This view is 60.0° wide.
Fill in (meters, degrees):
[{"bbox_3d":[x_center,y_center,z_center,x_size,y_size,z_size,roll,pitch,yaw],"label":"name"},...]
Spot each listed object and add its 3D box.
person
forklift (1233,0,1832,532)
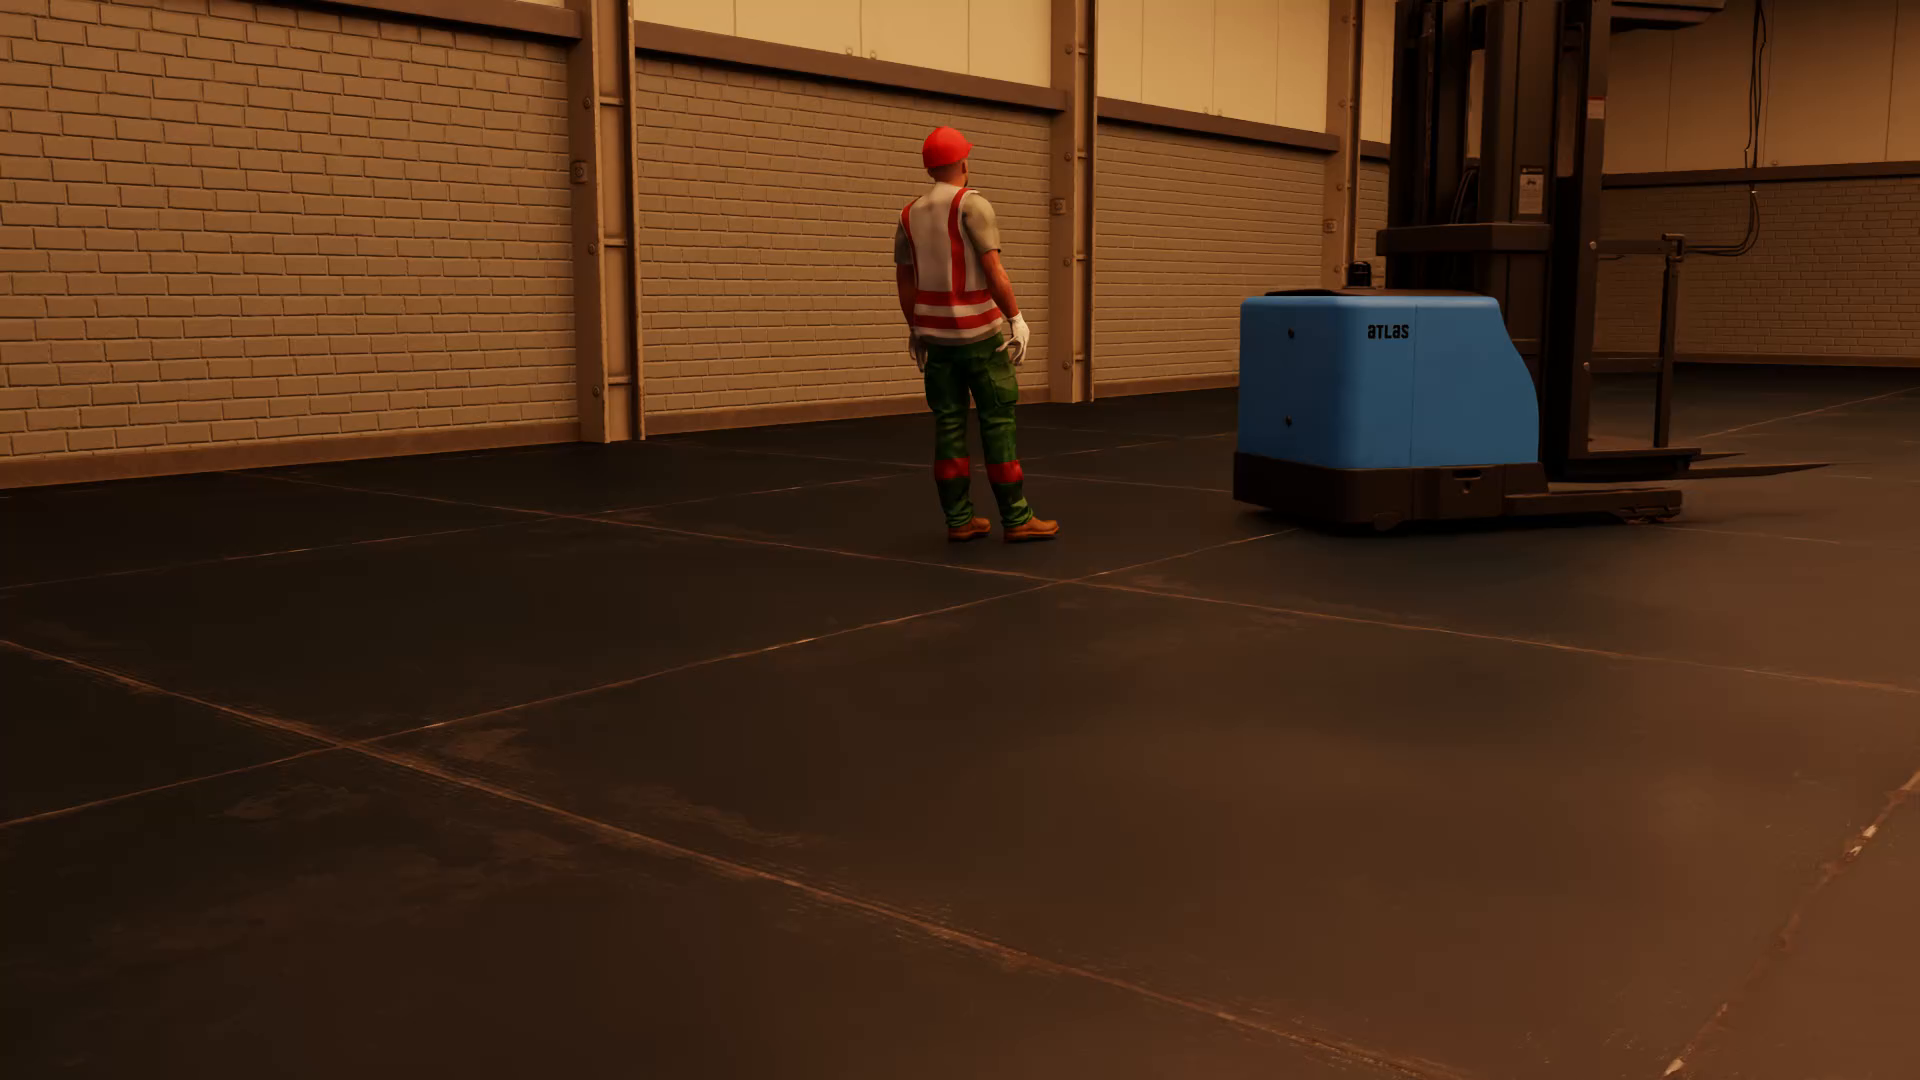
[{"bbox_3d":[0.059,-0.898,7.330,0.638,1.784,0.562,7,11,38],"label":"person"},{"bbox_3d":[2.938,-1.593,8.168,3.031,2.935,1.130,-3,9,-19],"label":"forklift"}]
